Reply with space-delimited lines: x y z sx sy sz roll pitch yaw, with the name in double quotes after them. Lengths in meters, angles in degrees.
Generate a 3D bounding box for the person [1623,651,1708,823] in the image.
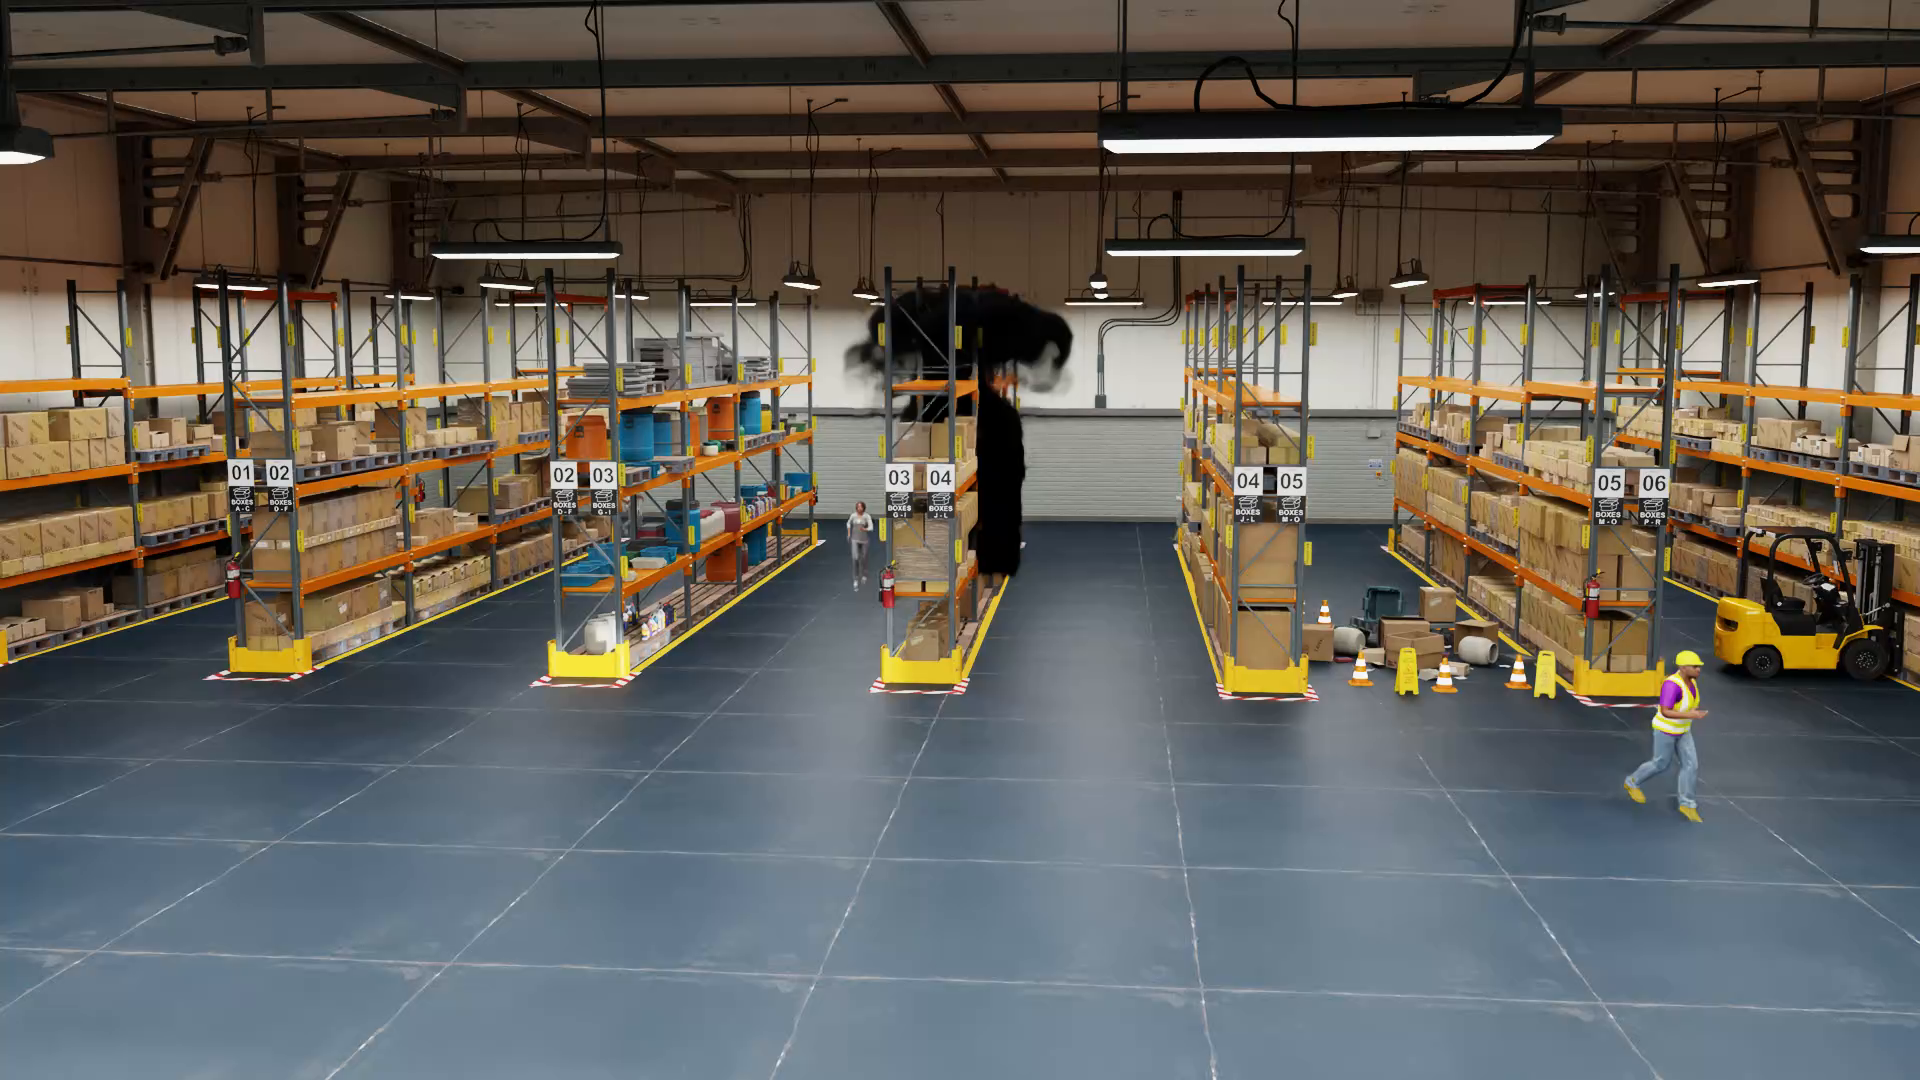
7.448 2.041 17.490 0.714 1.816 0.925 -5 9 -38 "person"

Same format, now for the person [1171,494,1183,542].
5.569 -0.808 40.561 0.825 1.773 0.704 1 7 10 "person"

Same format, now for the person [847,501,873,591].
-1.898 0.089 31.542 0.510 1.672 0.698 0 7 -1 "person"

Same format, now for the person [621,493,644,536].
-8.261 -0.890 41.695 0.561 1.686 0.702 3 8 24 "person"
